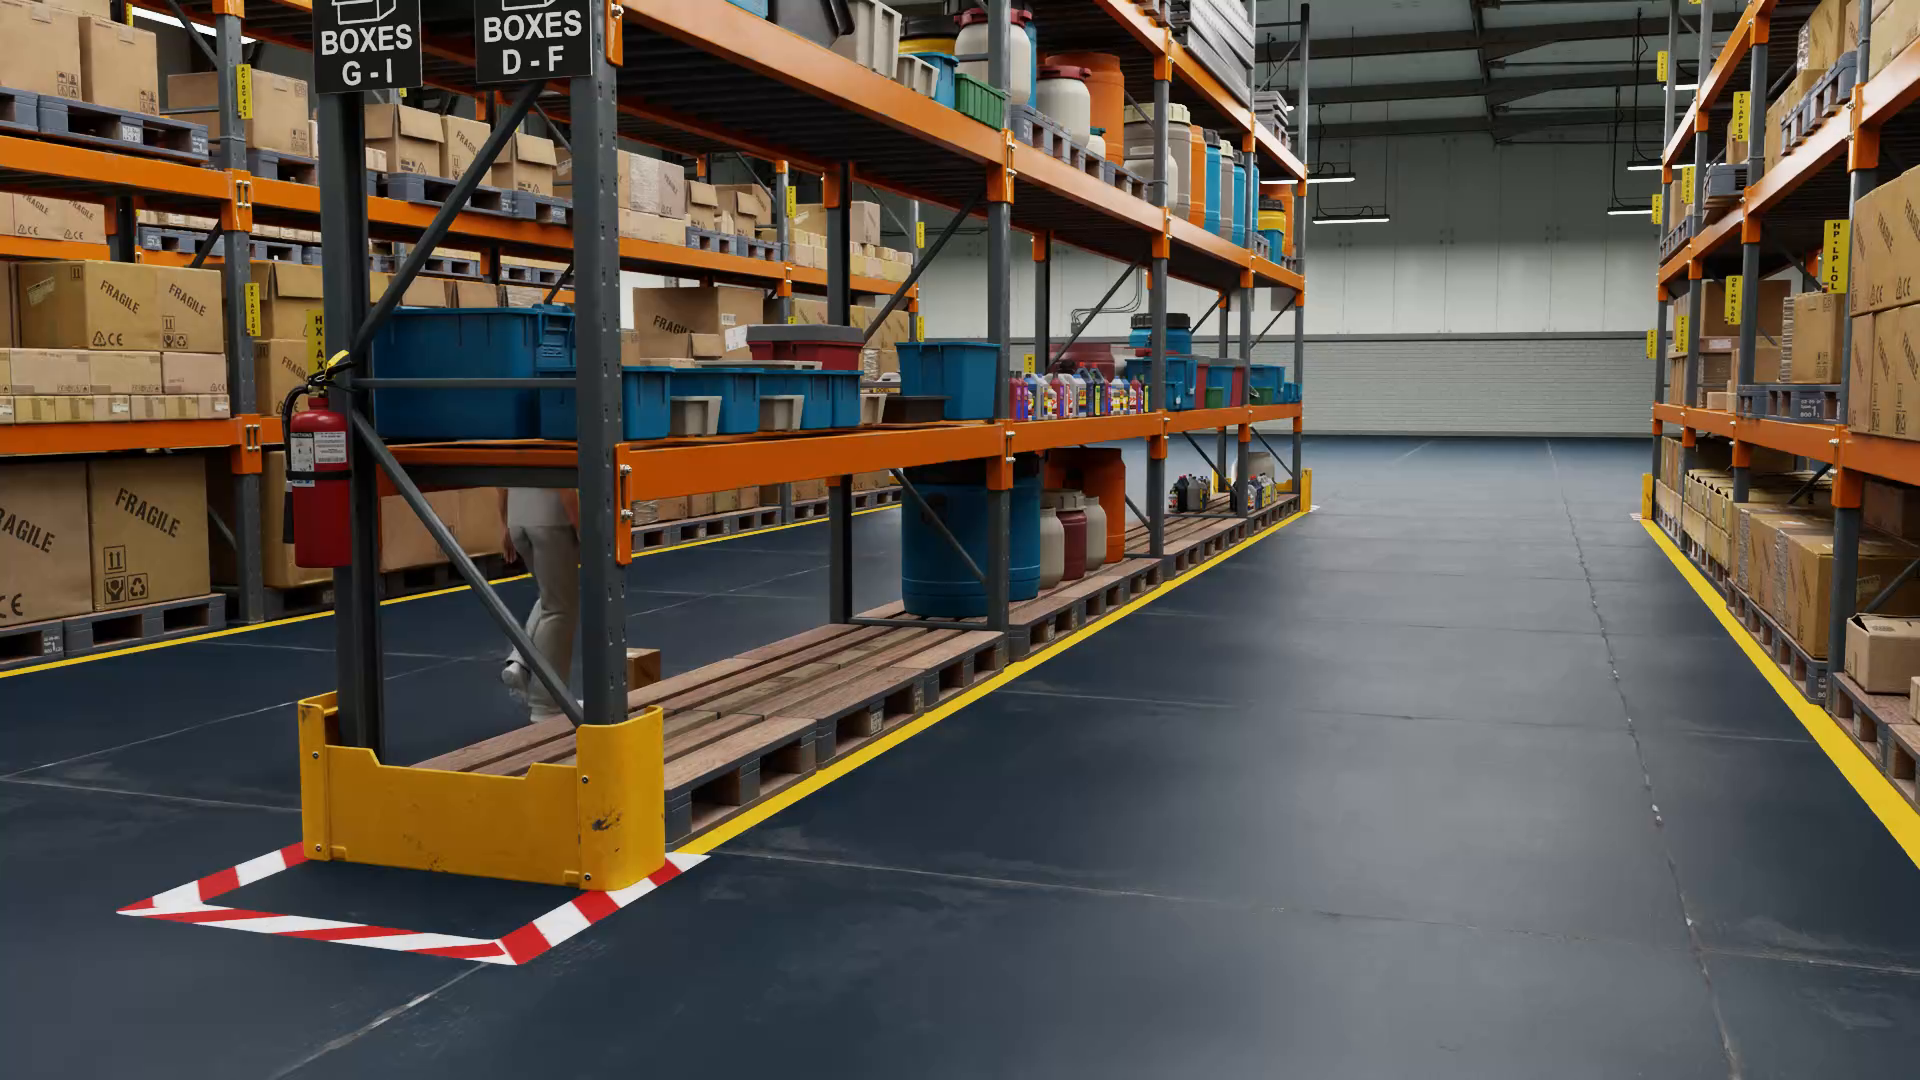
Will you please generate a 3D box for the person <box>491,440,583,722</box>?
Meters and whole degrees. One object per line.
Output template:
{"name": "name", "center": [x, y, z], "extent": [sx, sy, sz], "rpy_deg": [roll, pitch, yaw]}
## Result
{"name": "person", "center": [-1.821, -0.031, 7.327], "extent": [0.472, 1.661, 0.500], "rpy_deg": [4, 7, 38]}
